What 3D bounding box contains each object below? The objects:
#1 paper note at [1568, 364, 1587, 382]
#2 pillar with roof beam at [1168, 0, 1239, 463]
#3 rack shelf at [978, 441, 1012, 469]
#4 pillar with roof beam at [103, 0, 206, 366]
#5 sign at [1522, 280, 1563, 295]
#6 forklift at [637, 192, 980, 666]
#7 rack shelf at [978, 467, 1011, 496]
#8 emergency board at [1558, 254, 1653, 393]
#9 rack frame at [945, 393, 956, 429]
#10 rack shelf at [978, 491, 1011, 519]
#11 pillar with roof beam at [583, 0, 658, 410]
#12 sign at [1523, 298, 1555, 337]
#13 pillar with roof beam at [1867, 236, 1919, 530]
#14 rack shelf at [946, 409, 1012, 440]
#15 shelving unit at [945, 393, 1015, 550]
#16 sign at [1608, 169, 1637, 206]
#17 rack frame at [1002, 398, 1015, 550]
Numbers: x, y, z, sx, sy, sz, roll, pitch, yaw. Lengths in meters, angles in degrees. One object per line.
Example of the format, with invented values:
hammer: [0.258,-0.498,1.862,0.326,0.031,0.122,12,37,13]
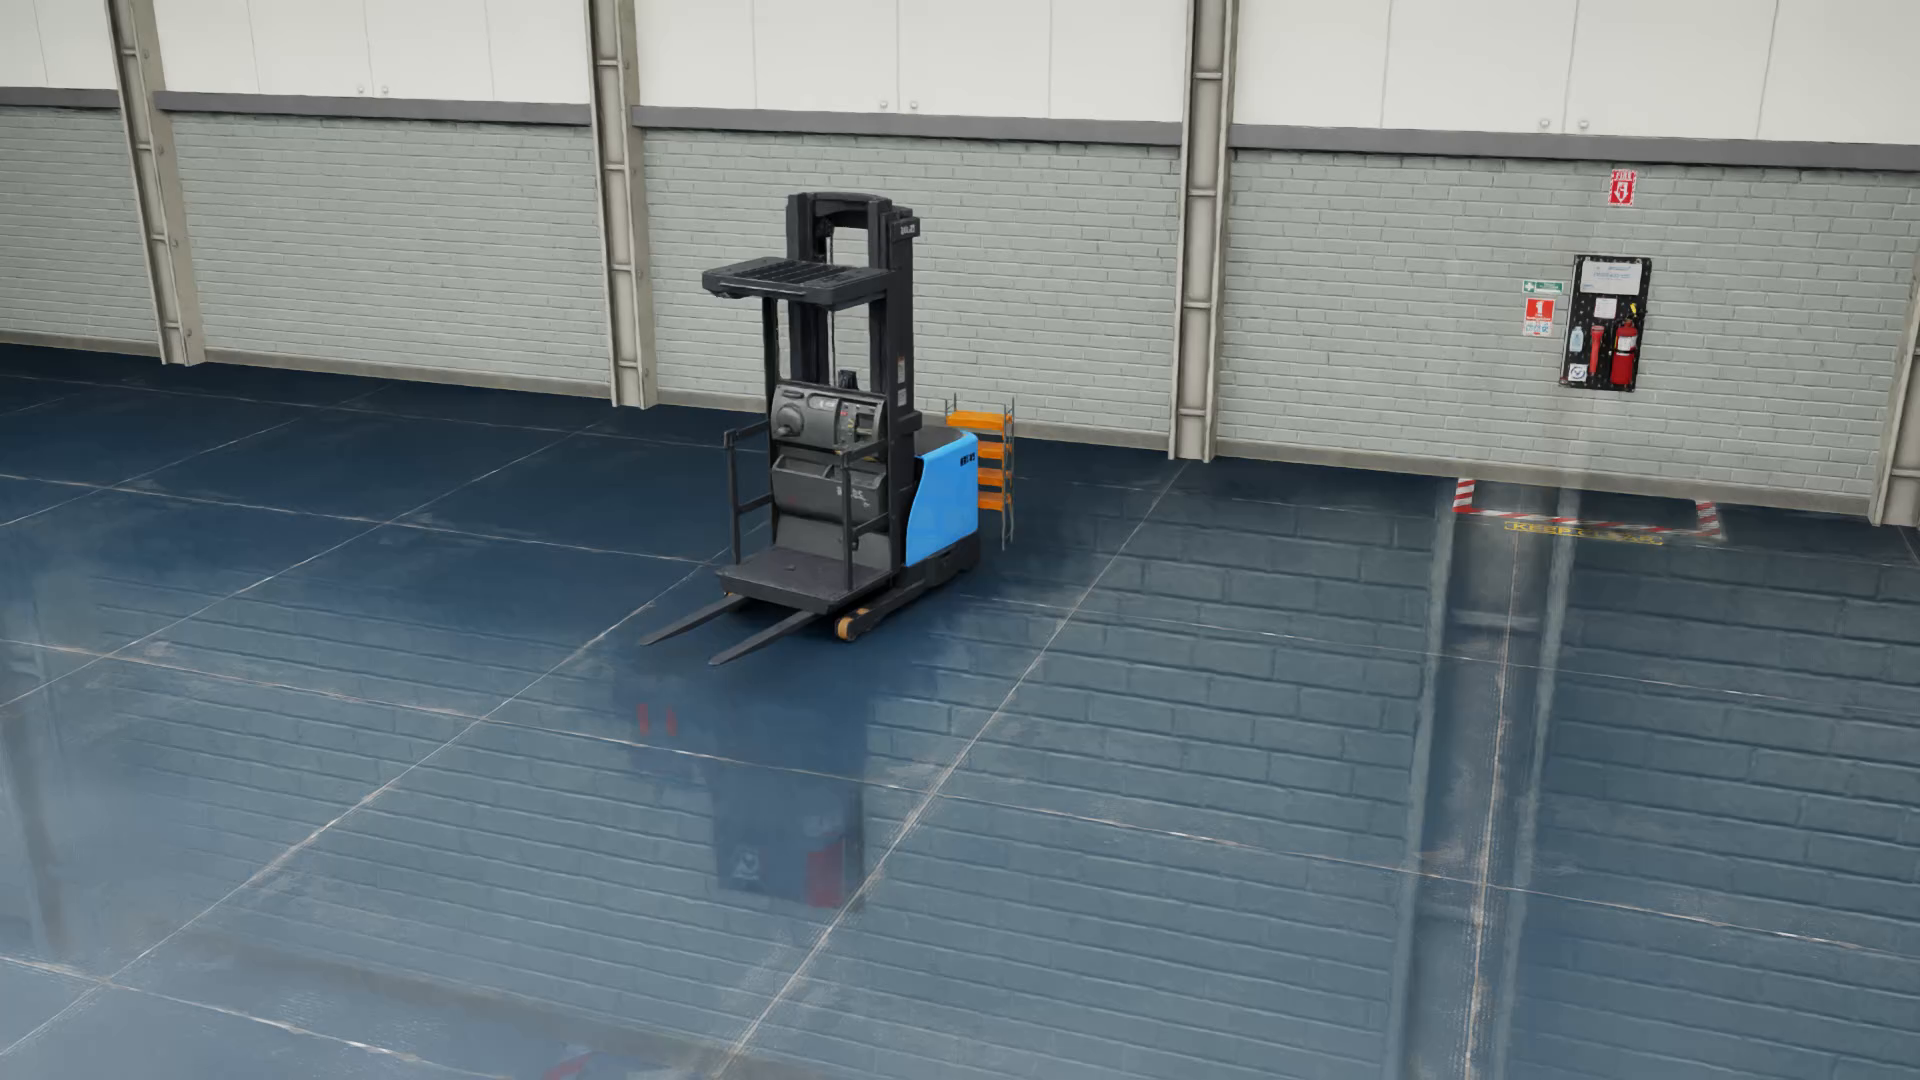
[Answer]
paper note: [5.411,-1.466,14.564,0.142,0.148,0.016,7,20,18]
pillar with roof beam: [0.797,-3.705,10.534,0.400,9.000,9.100,7,20,18]
rack shelf: [0.156,-0.696,13.276,0.480,0.148,0.258,7,20,18]
pillar with roof beam: [-10.538,-5.001,14.253,0.400,9.000,9.100,7,20,18]
sign: [5.069,-2.197,14.463,0.331,0.109,0.001,7,20,18]
forklift: [-1.051,-0.857,11.583,1.130,2.935,3.031,11,22,30]
rack shelf: [0.156,-0.485,13.350,0.480,0.148,0.258,7,20,18]
emergency board: [5.556,-1.842,14.302,0.643,1.169,0.194,7,20,18]
rack frame: [-0.074,-0.575,13.403,0.015,1.200,0.240,7,20,18]
rack shelf: [0.156,-0.298,13.415,0.480,0.148,0.258,7,20,18]
pillar with roof beam: [-4.870,-4.353,12.394,0.400,9.000,9.100,7,20,18]
sign: [5.068,-1.950,14.560,0.234,0.329,0.001,7,20,18]
pillar with roof beam: [6.465,-3.057,8.675,0.400,9.000,9.100,7,20,18]
rack shelf: [0.156,-0.920,13.198,0.480,0.148,0.258,7,20,18]
shelving unit: [0.156,-0.549,13.327,0.503,1.200,0.258,7,20,18]
sign: [5.581,-2.968,14.012,0.199,0.298,0.001,7,20,18]
rack frame: [0.387,-0.522,13.252,0.015,1.200,0.240,7,20,18]
